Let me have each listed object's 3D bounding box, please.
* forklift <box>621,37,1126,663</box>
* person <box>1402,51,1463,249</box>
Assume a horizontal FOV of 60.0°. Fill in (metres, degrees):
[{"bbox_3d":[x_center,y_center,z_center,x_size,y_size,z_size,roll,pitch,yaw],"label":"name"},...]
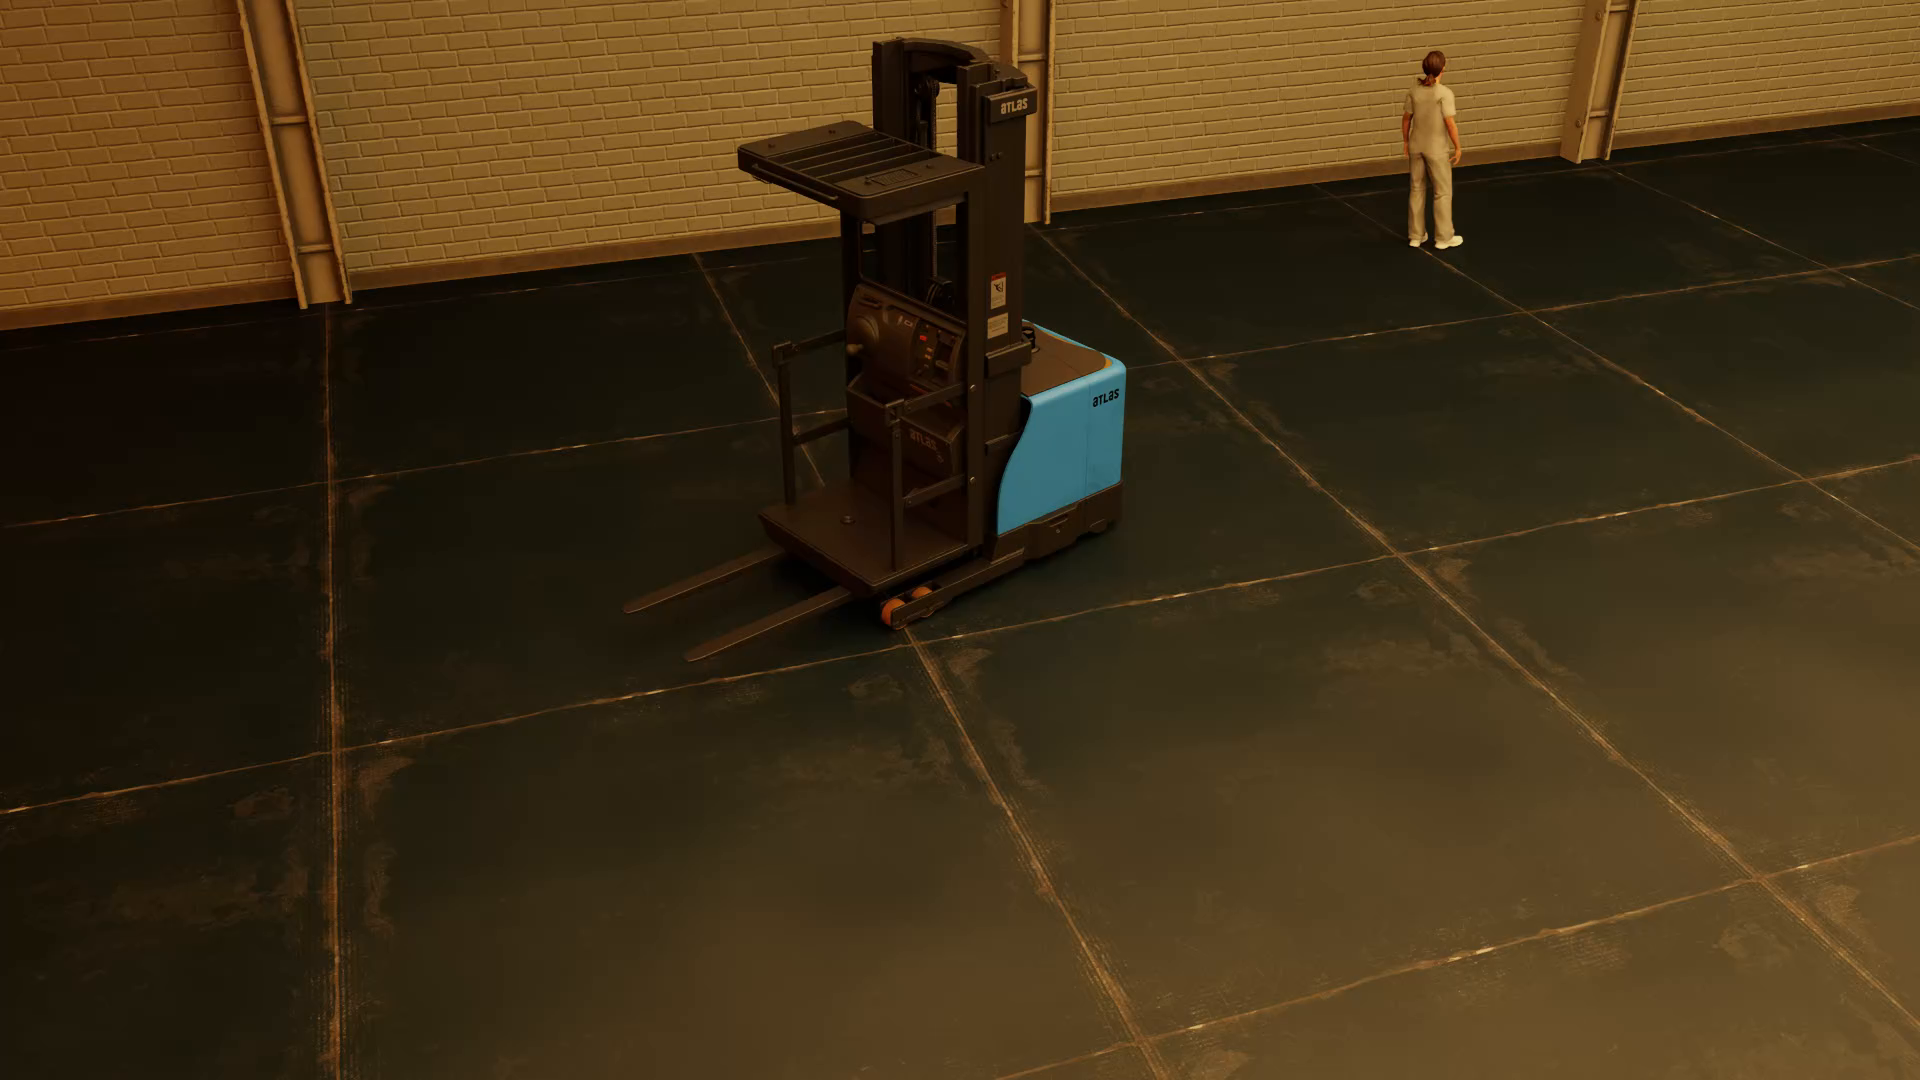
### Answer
[{"bbox_3d":[-0.461,-1.072,8.951,3.031,2.935,1.130,-23,37,-34],"label":"forklift"},{"bbox_3d":[4.016,-3.311,14.086,0.550,1.673,0.548,26,39,37],"label":"person"}]
